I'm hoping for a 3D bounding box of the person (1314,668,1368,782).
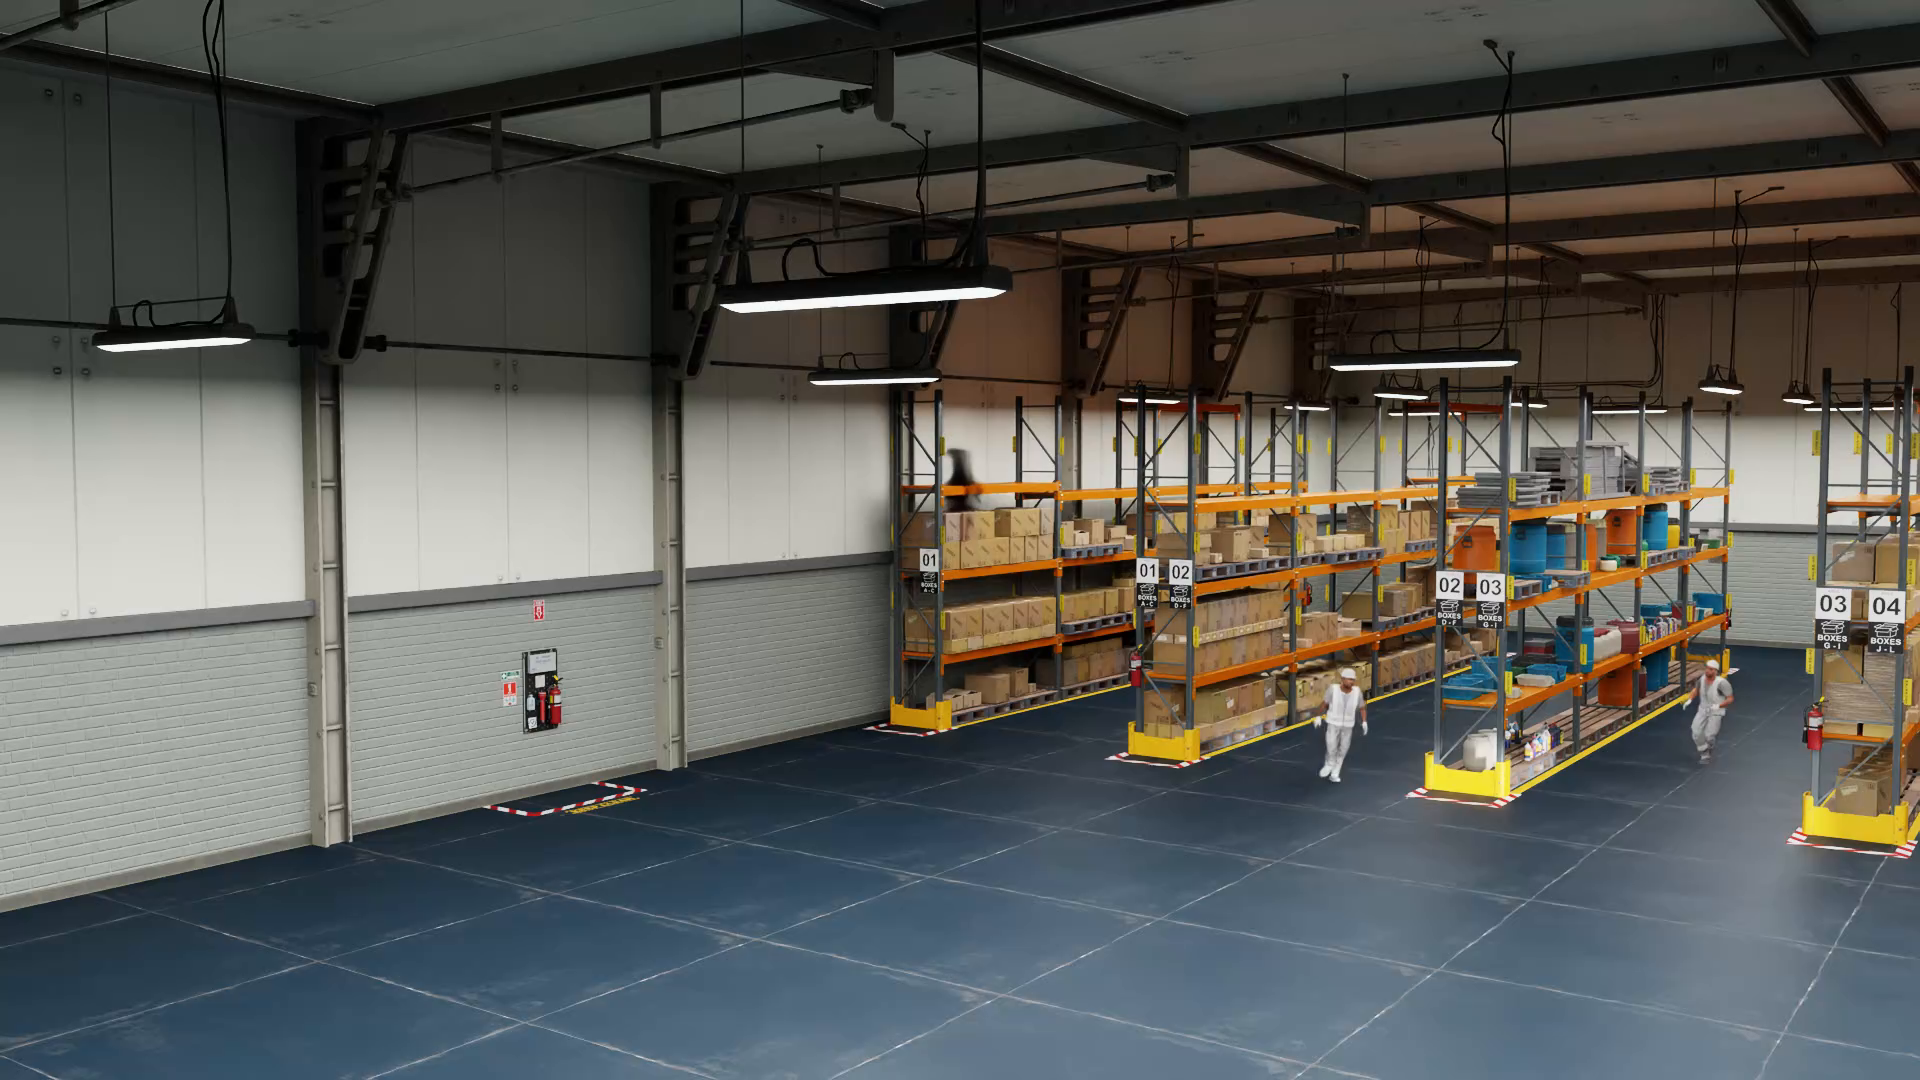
[{"bbox_3d":[5.657,2.716,24.629,0.681,1.673,0.650,0,3,-5],"label":"person"}]

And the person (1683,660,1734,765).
[{"bbox_3d":[11.783,2.709,26.119,0.552,1.689,0.763,-3,4,-43],"label":"person"}]
